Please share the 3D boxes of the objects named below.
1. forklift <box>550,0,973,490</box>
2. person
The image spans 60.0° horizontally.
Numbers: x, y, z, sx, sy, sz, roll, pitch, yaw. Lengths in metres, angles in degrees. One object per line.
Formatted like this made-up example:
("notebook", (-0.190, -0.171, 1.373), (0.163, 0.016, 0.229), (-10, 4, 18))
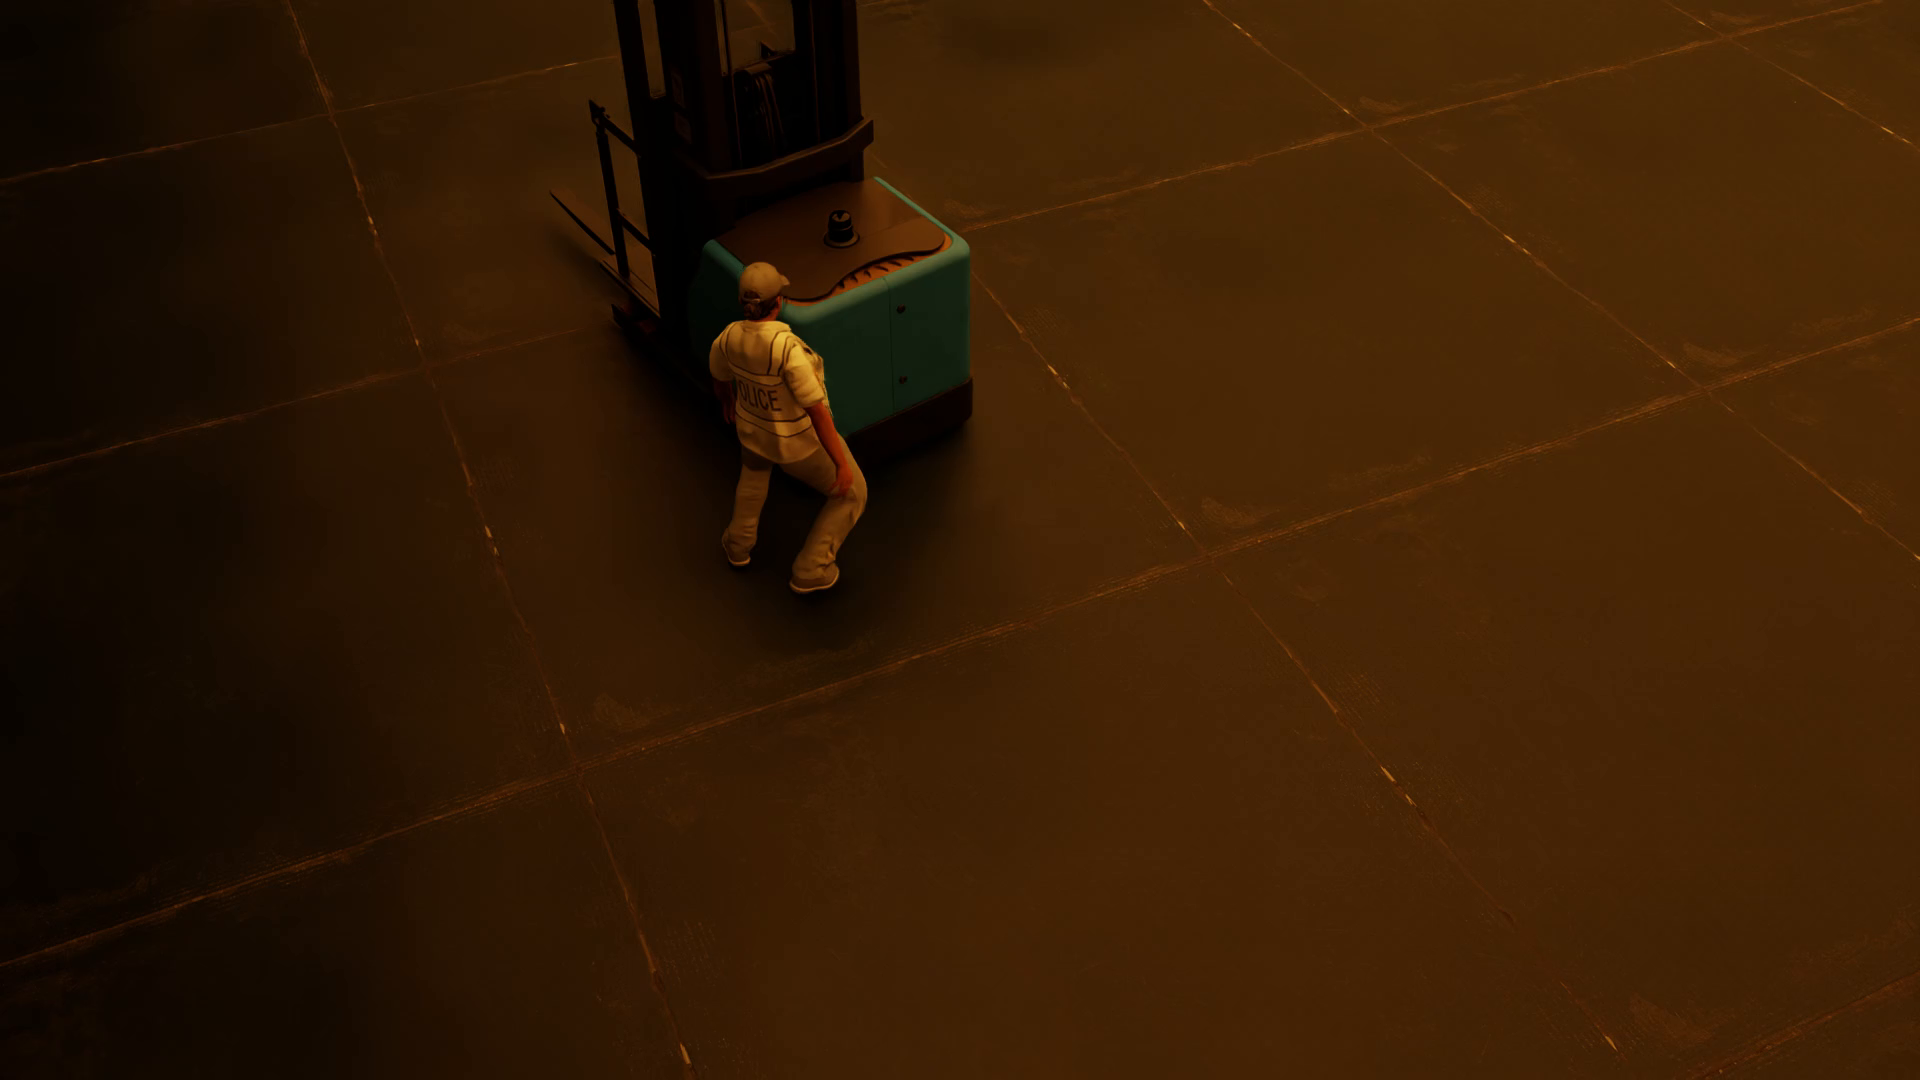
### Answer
("forklift", (-1.220, -2.270, 8.112), (1.130, 2.935, 3.031), (-27, 49, -26))
("person", (-0.753, -0.461, 7.176), (0.834, 1.587, 0.484), (28, 50, 27))
